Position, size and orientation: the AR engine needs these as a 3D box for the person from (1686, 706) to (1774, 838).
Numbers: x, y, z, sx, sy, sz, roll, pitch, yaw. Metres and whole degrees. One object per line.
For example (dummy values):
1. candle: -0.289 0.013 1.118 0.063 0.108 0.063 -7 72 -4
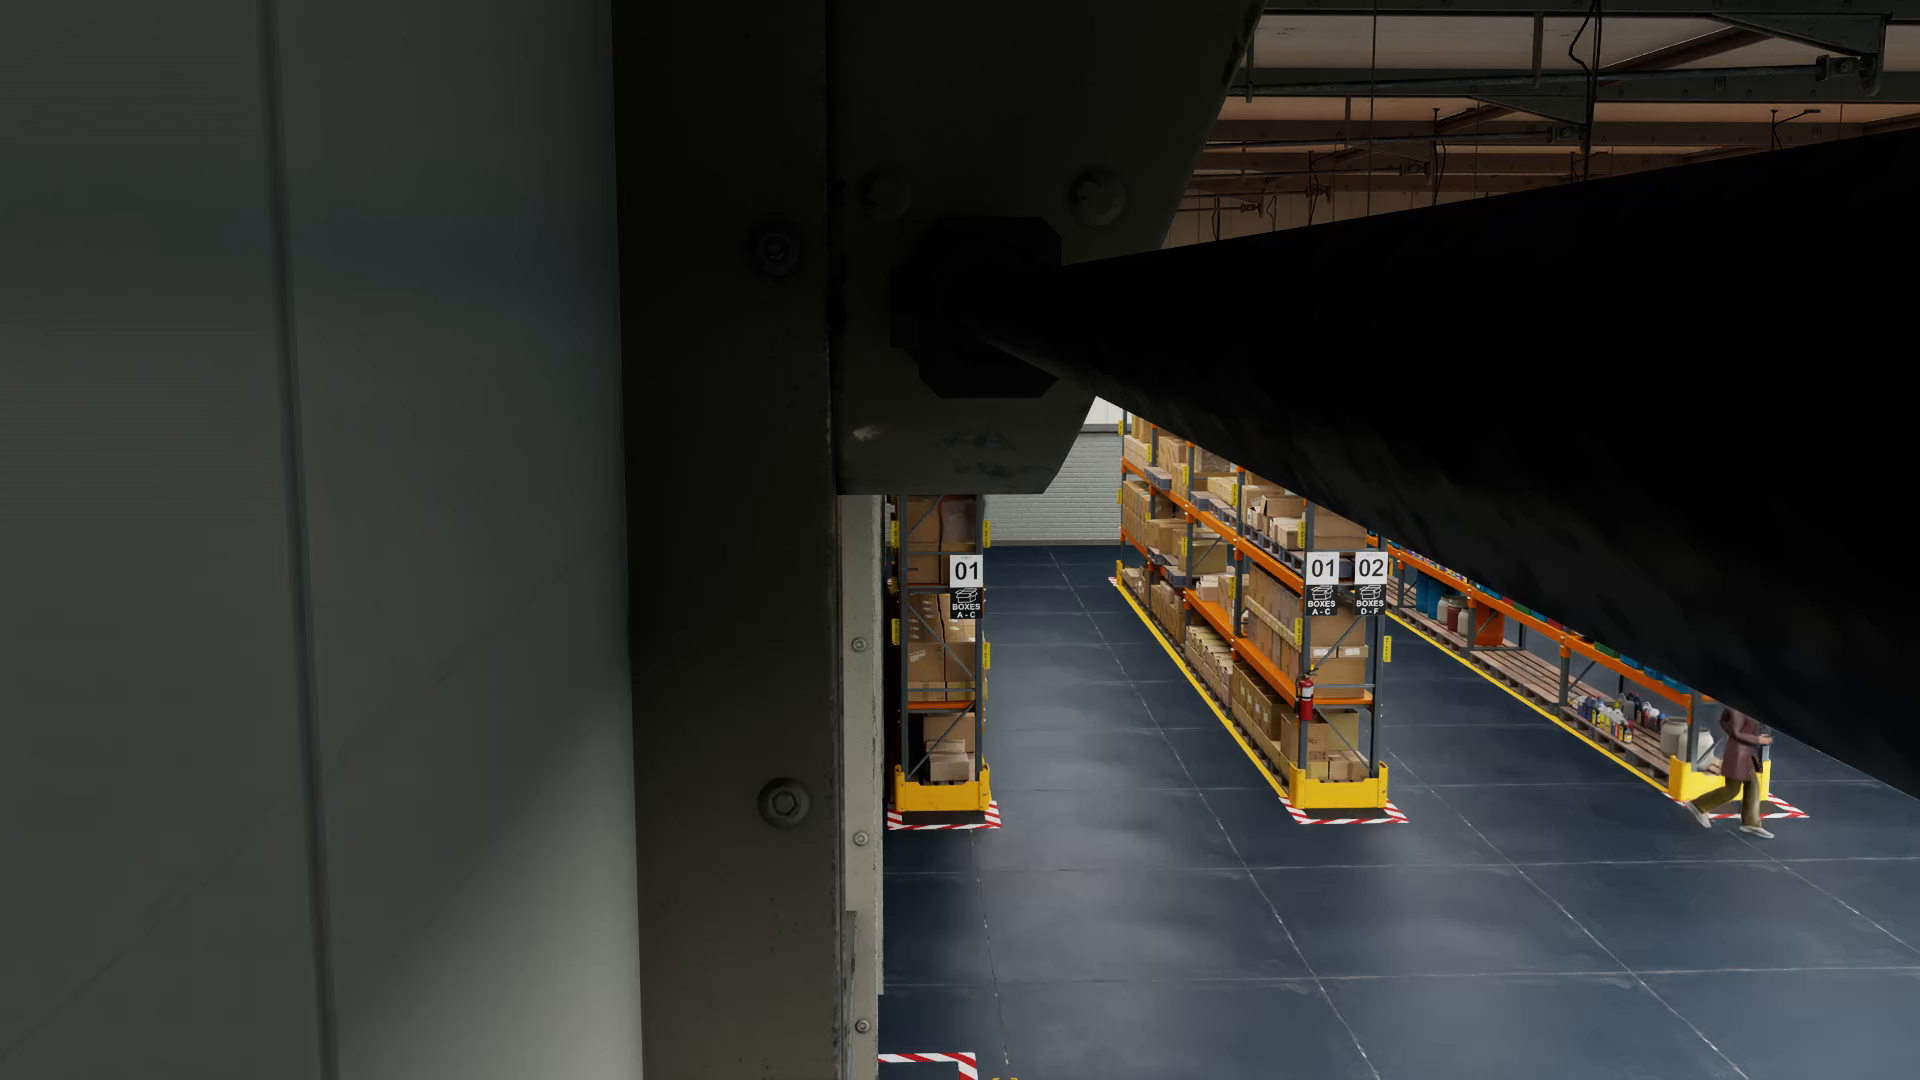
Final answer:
1. person: 9.145 2.579 19.637 0.960 1.789 0.718 5 10 28
